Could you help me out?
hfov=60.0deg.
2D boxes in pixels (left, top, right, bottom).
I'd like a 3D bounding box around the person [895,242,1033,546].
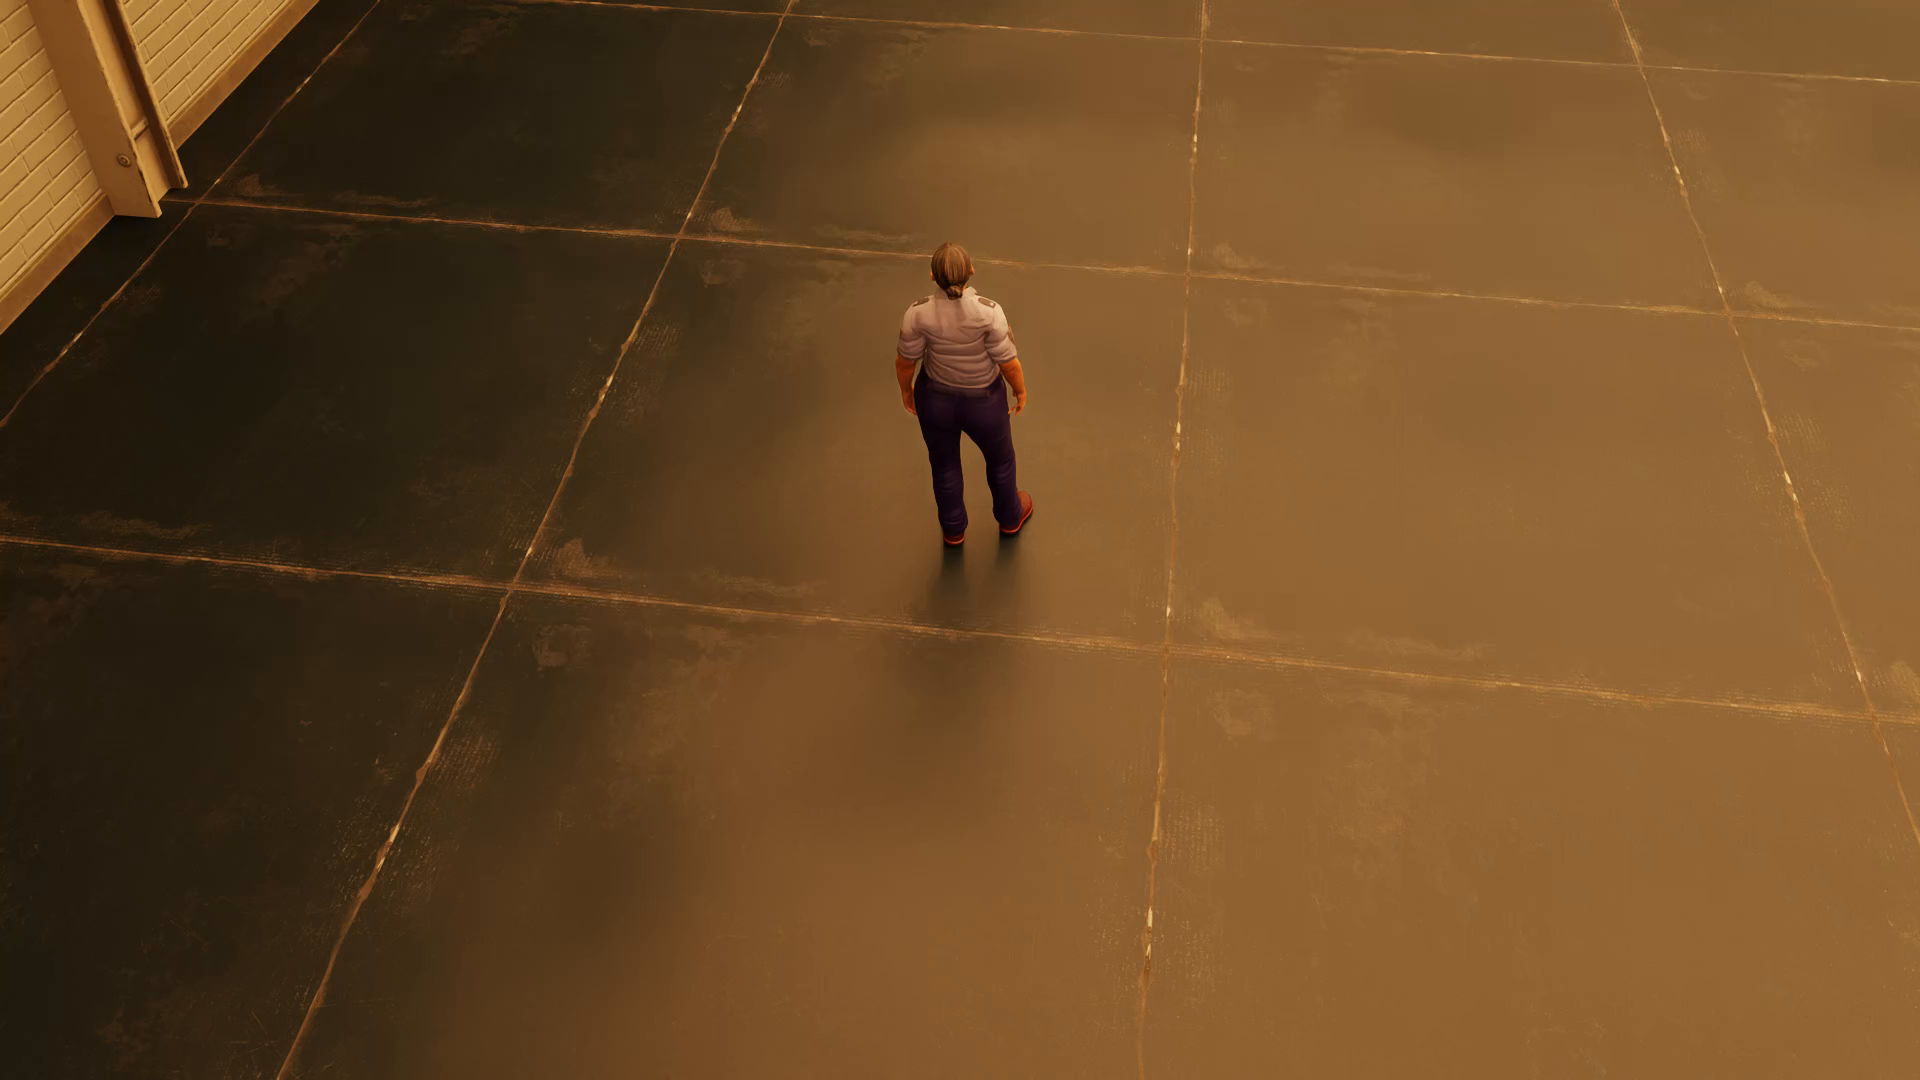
[{"bbox_3d":[0.035,-0.670,7.392,0.598,1.651,0.502,5,43,6],"label":"person"}]
